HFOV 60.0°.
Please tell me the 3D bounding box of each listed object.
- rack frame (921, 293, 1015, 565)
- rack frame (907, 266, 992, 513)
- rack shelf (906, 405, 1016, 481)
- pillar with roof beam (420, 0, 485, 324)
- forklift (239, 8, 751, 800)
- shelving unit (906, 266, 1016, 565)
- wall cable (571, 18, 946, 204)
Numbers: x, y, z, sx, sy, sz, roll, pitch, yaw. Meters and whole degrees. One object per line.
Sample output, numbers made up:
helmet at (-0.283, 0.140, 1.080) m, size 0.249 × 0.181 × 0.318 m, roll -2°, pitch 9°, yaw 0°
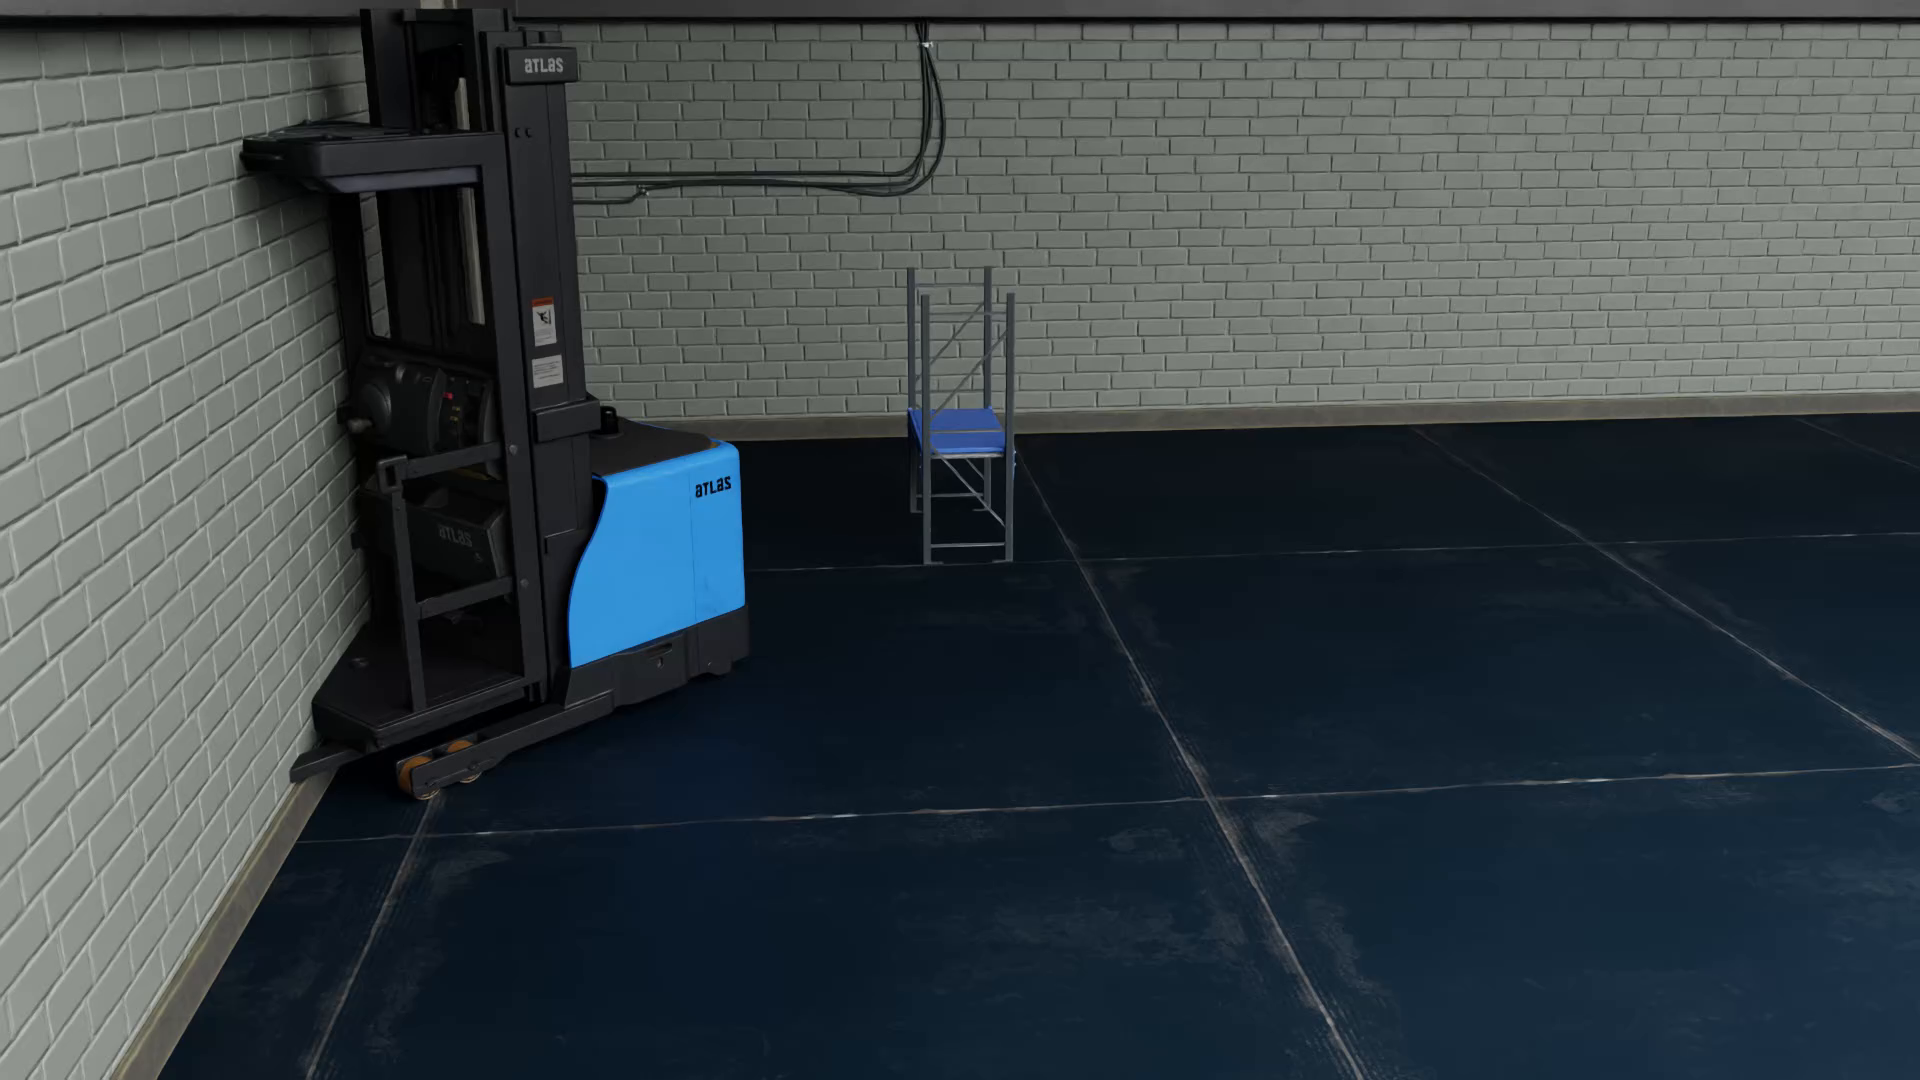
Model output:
rack frame at (0.044, -0.590, 9.051) m, size 0.500 × 1.500 × 0.032 m, roll -2°, pitch 18°, yaw -6°
rack frame at (-0.061, -0.892, 10.016) m, size 0.500 × 1.500 × 0.032 m, roll -2°, pitch 18°, yaw -6°
rack shelf at (-0.009, -0.569, 9.587) m, size 0.538 × 0.185 × 1.000 m, roll -2°, pitch 18°, yaw -6°
pillar with roof beam at (1.639, -4.210, 8.064) m, size 9.100 × 9.000 × 0.400 m, roll -2°, pitch 18°, yaw -6°
forklift at (-2.300, -0.557, 6.558) m, size 1.130 × 2.935 × 3.031 m, roll 14°, pitch 22°, yaw 37°
shelving unit at (-0.009, -0.741, 9.533) m, size 0.538 × 1.500 × 1.048 m, roll -2°, pitch 18°, yaw -6°
wall cable at (-1.631, -3.514, 11.031) m, size 3.097 × 2.526 × 0.112 m, roll -2°, pitch 18°, yaw -6°
